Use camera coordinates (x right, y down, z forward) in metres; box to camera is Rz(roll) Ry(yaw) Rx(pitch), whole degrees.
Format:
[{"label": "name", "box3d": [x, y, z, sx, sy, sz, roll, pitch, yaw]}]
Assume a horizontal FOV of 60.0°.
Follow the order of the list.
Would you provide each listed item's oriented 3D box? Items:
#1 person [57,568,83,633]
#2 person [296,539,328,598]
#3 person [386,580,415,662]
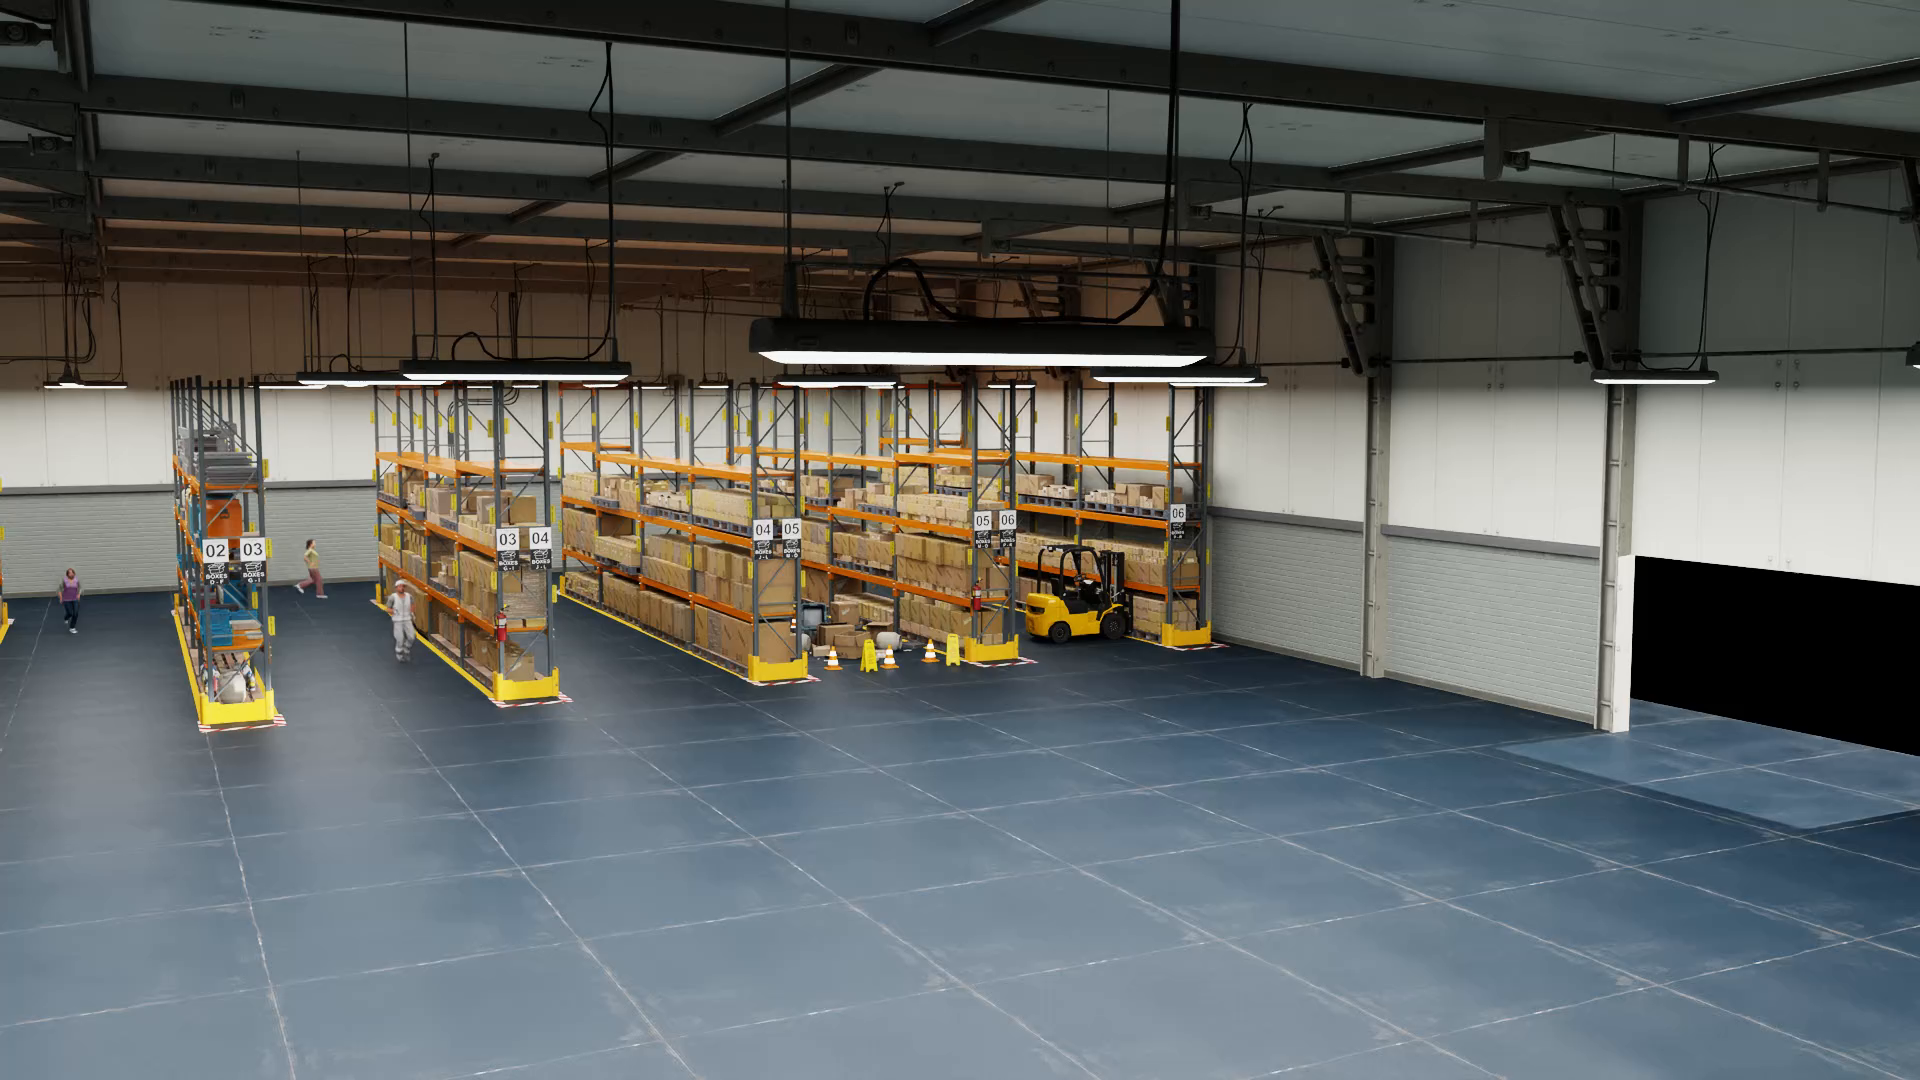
[{"label": "person", "box3d": [-21.156, 1.443, 39.572, 0.525, 1.554, 0.576, -4, 6, -38]}, {"label": "person", "box3d": [-18.028, 0.798, 46.188, 0.836, 1.648, 0.579, -1, 5, -16]}, {"label": "person", "box3d": [-11.740, 1.720, 35.064, 0.628, 1.753, 0.632, -3, 6, -33]}]
